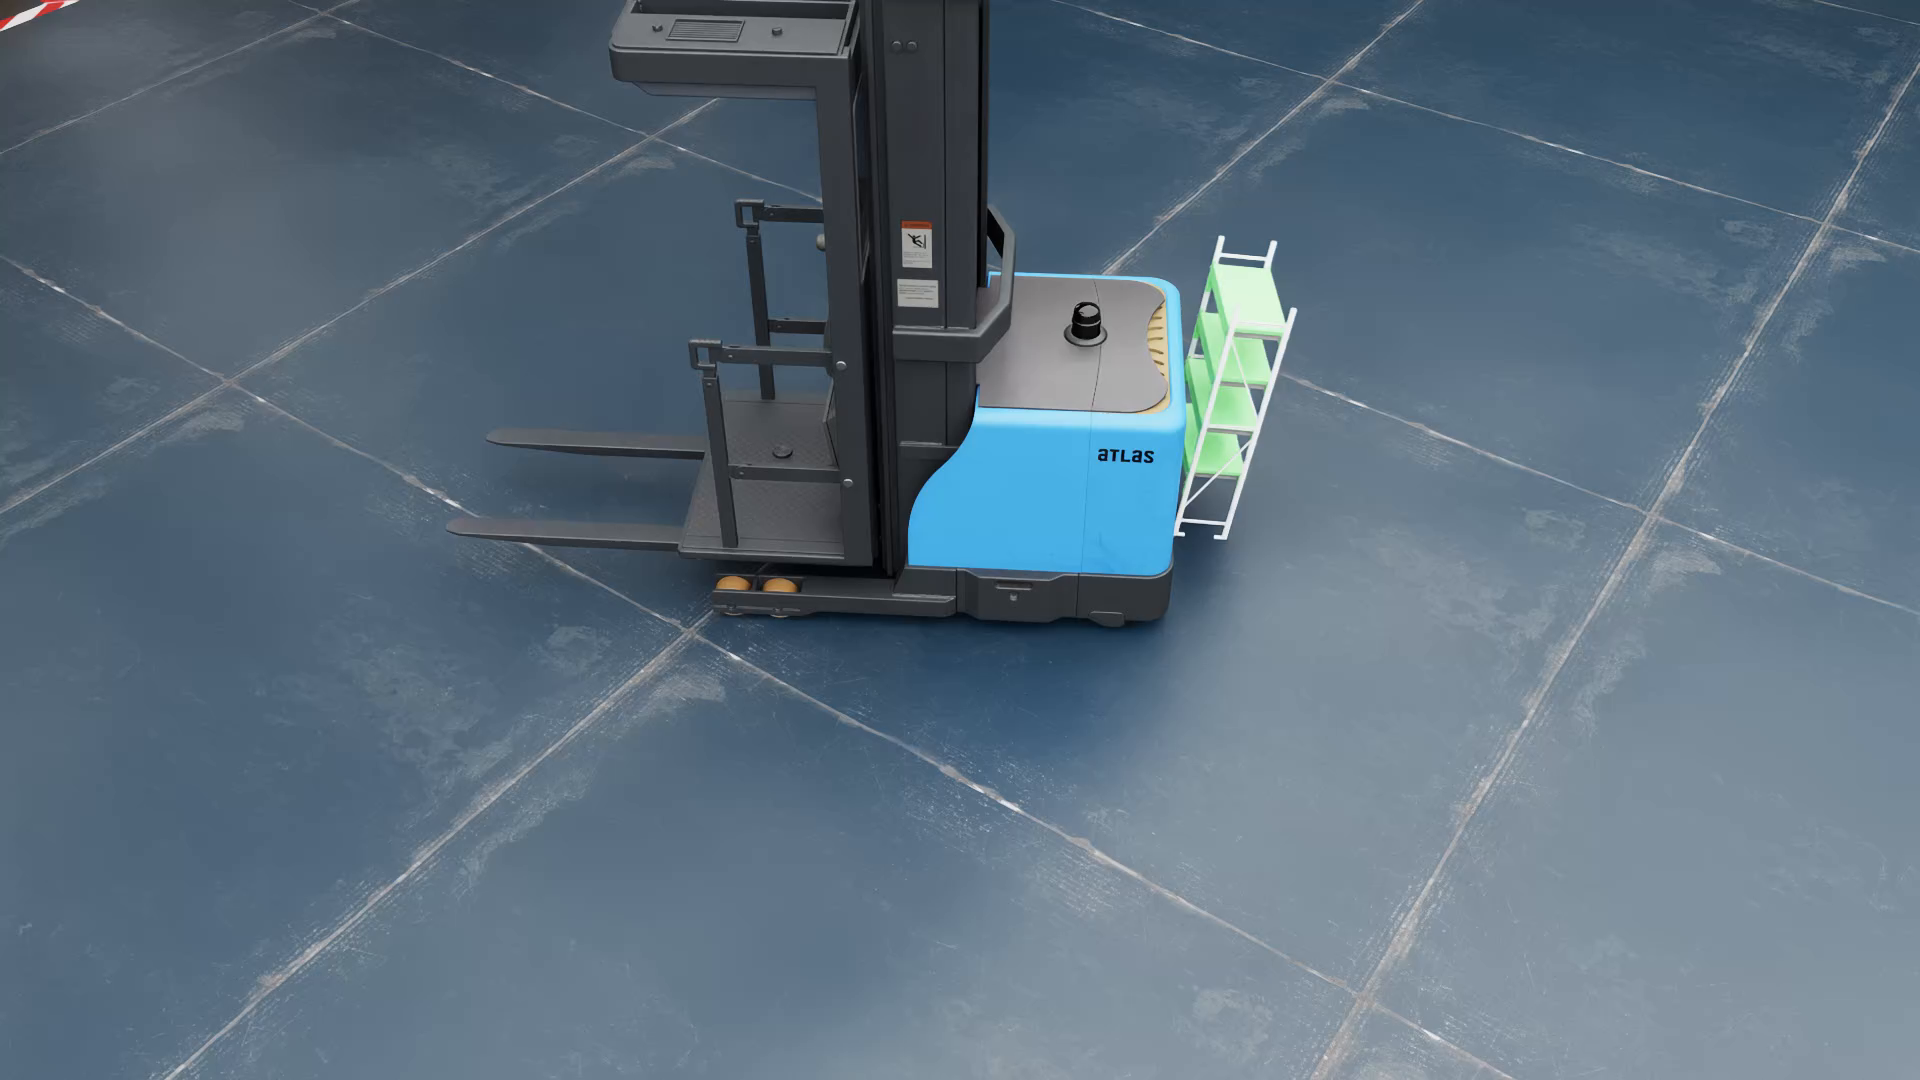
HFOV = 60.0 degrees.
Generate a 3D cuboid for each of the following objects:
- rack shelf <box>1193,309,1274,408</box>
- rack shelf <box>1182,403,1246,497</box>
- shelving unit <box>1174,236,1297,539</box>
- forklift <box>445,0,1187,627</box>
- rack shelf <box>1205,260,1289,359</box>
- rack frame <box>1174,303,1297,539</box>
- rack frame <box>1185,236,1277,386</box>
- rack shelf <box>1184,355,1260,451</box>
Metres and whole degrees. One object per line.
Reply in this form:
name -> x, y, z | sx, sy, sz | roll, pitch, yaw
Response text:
rack shelf -> 1.133, -0.754, 6.911 | 0.258, 0.148, 0.480 | 5, 42, -5
rack shelf -> 1.074, -0.399, 7.229 | 0.258, 0.148, 0.480 | 5, 42, -5
shelving unit -> 1.111, -0.624, 7.028 | 0.258, 1.200, 0.503 | 5, 42, -5
forklift -> -0.624, -1.121, 6.304 | 3.031, 2.935, 1.130 | 3, 42, 3
rack shelf -> 1.162, -0.932, 6.753 | 0.258, 0.148, 0.480 | 5, 42, -5
rack frame -> 1.115, -0.461, 6.846 | 0.240, 1.200, 0.015 | 5, 42, -5
rack frame -> 1.107, -0.787, 7.209 | 0.240, 1.200, 0.015 | 5, 42, -5
rack shelf -> 1.103, -0.576, 7.070 | 0.258, 0.148, 0.480 | 5, 42, -5
